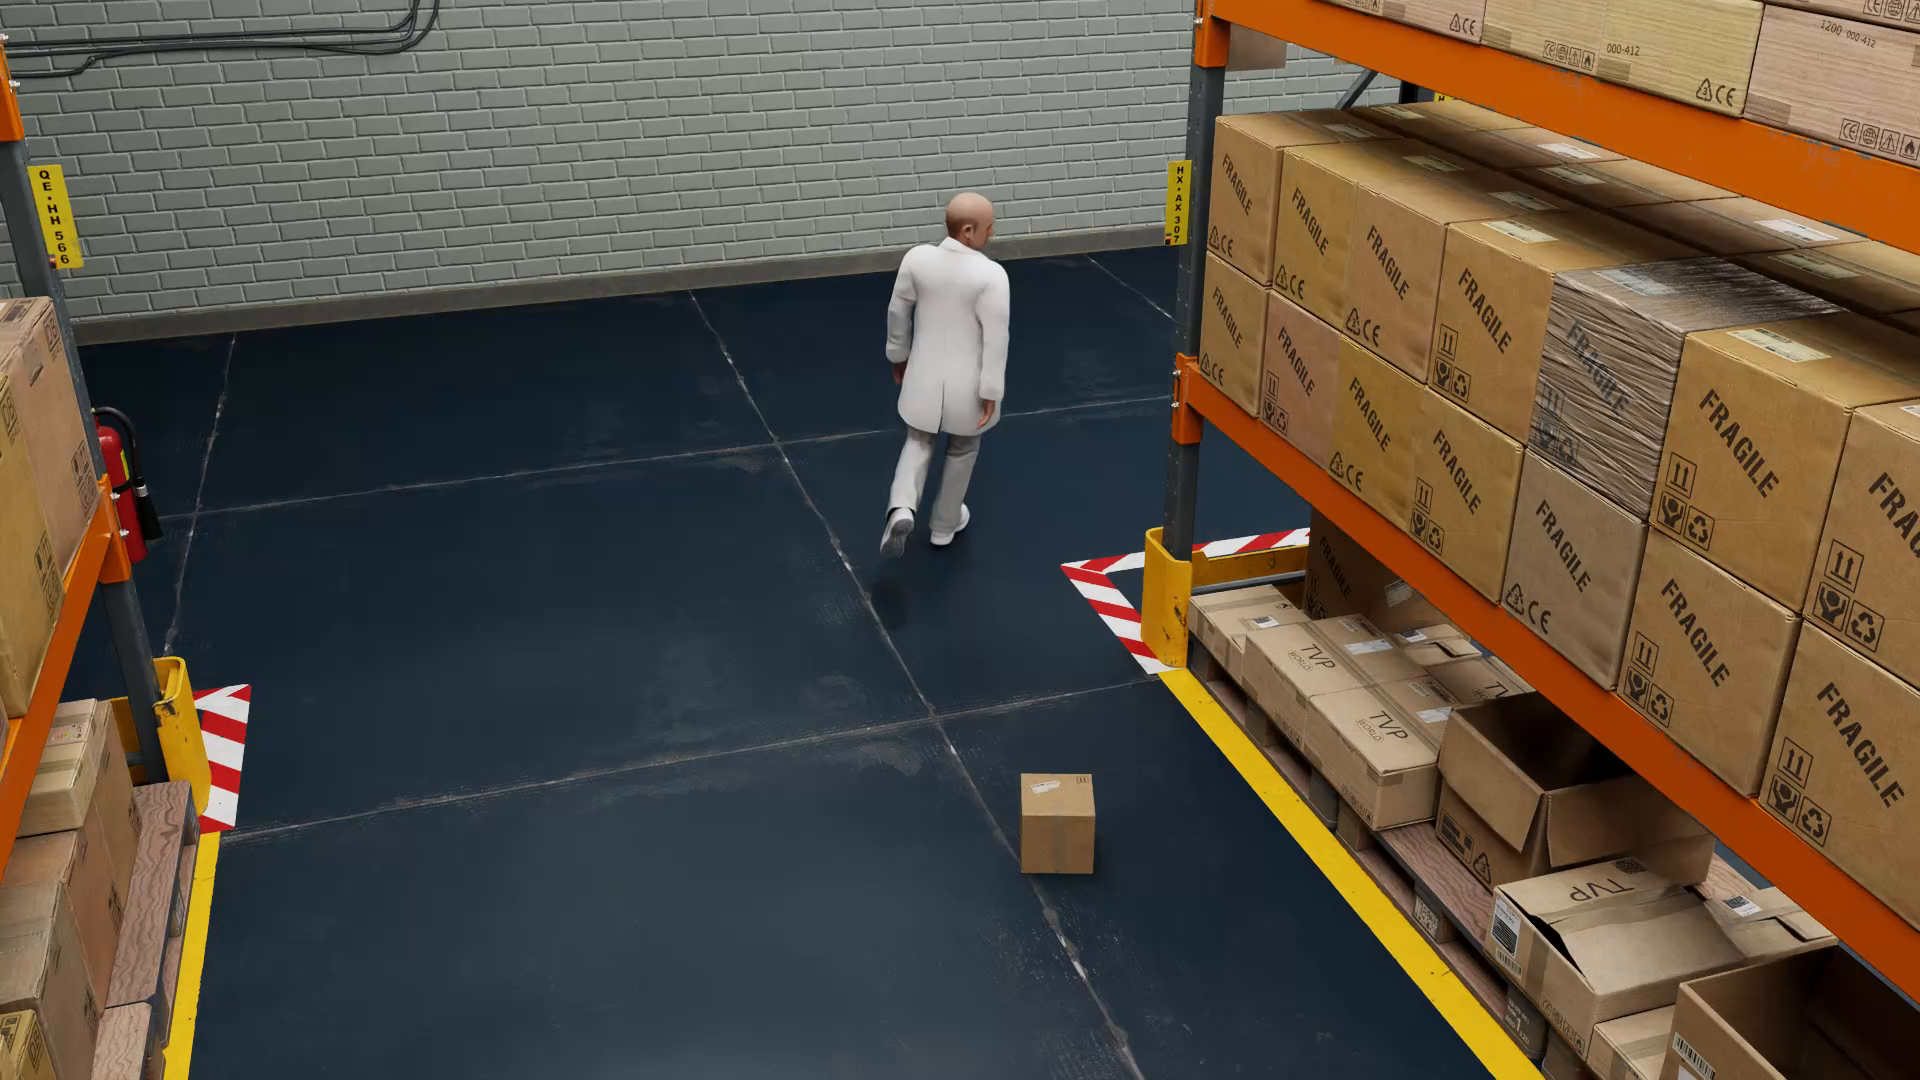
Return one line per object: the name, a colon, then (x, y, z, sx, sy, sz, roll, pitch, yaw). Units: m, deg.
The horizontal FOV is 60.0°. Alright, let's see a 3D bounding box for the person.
person: (-0.069, -0.732, 7.600, 0.651, 1.748, 0.815, 8, 27, 16)
